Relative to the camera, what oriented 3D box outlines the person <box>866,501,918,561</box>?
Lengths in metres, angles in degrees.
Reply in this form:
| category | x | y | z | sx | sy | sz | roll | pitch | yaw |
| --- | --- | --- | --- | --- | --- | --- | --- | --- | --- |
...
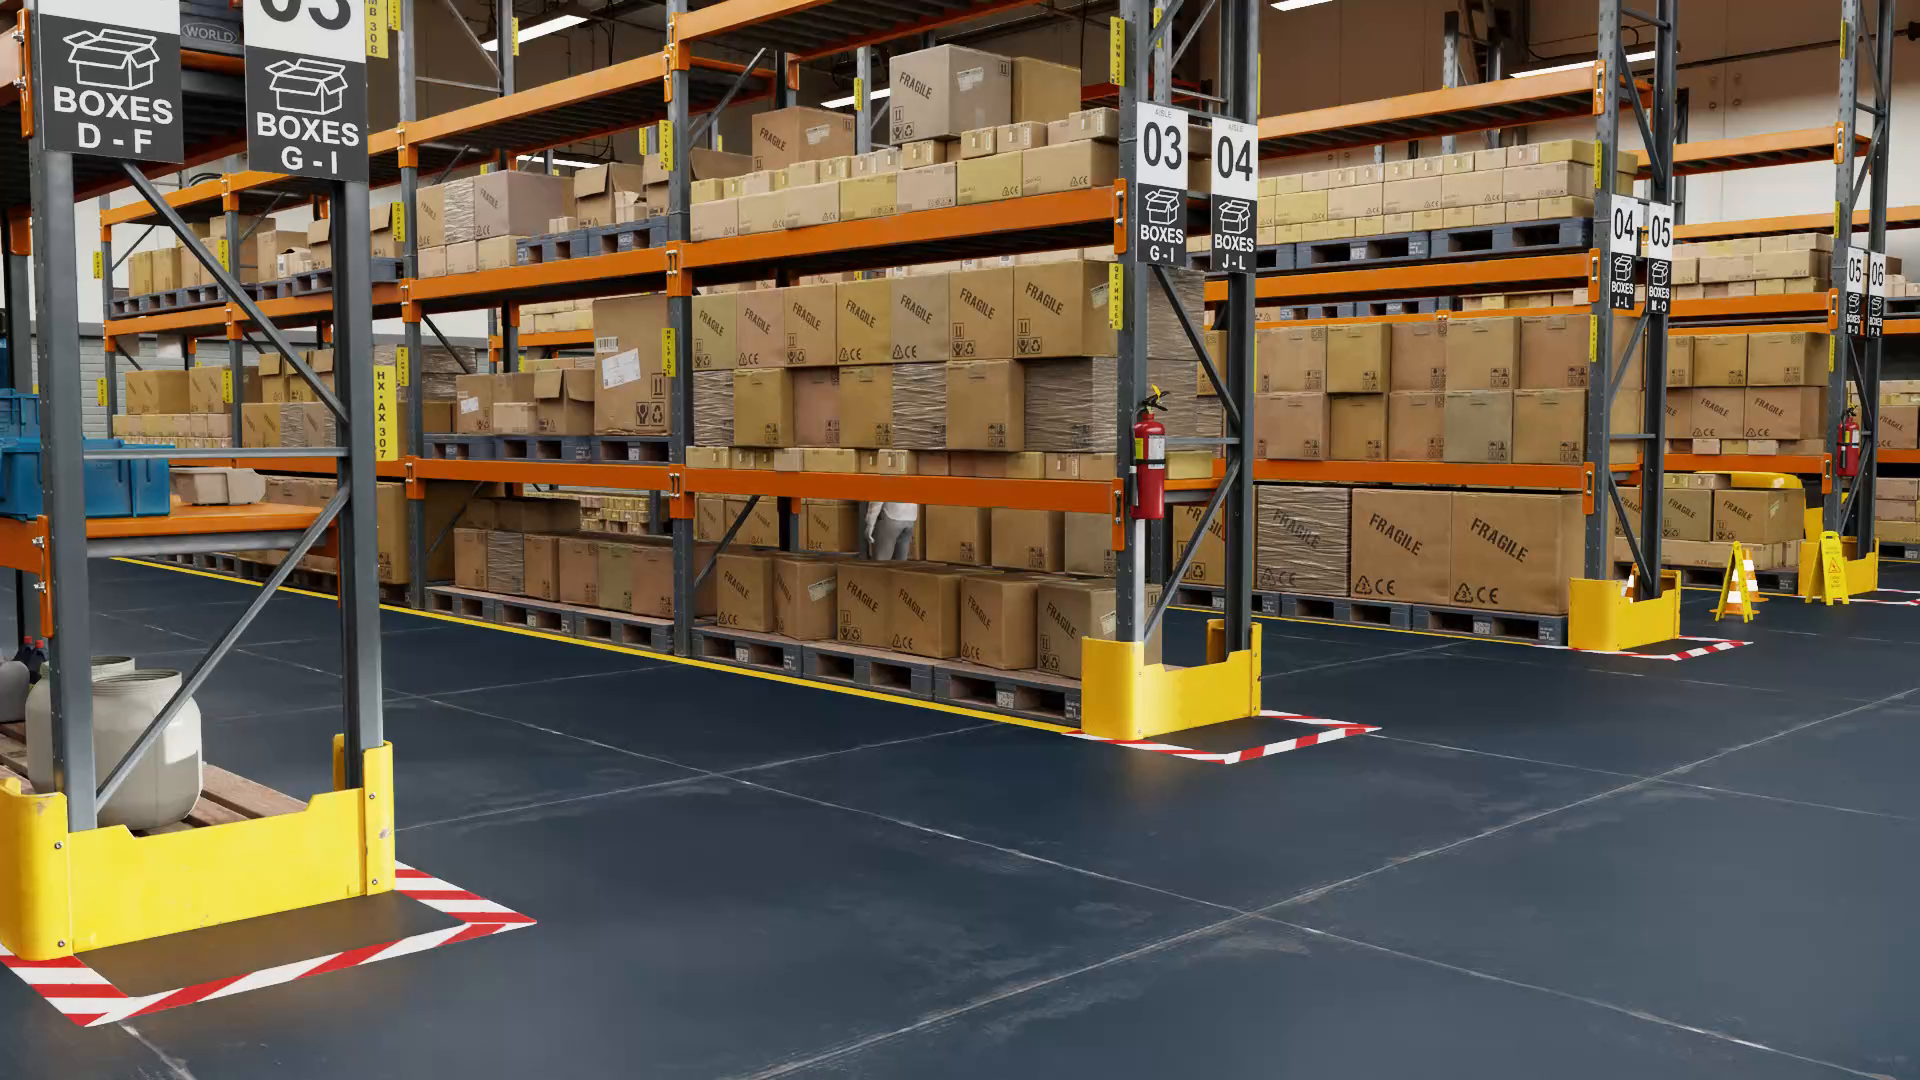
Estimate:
| category | x | y | z | sx | sy | sz | roll | pitch | yaw |
| --- | --- | --- | --- | --- | --- | --- | --- | --- | --- |
| person | -0.536 | -0.125 | 12.784 | 0.371 | 1.664 | 0.529 | 3 | 5 | 33 |
